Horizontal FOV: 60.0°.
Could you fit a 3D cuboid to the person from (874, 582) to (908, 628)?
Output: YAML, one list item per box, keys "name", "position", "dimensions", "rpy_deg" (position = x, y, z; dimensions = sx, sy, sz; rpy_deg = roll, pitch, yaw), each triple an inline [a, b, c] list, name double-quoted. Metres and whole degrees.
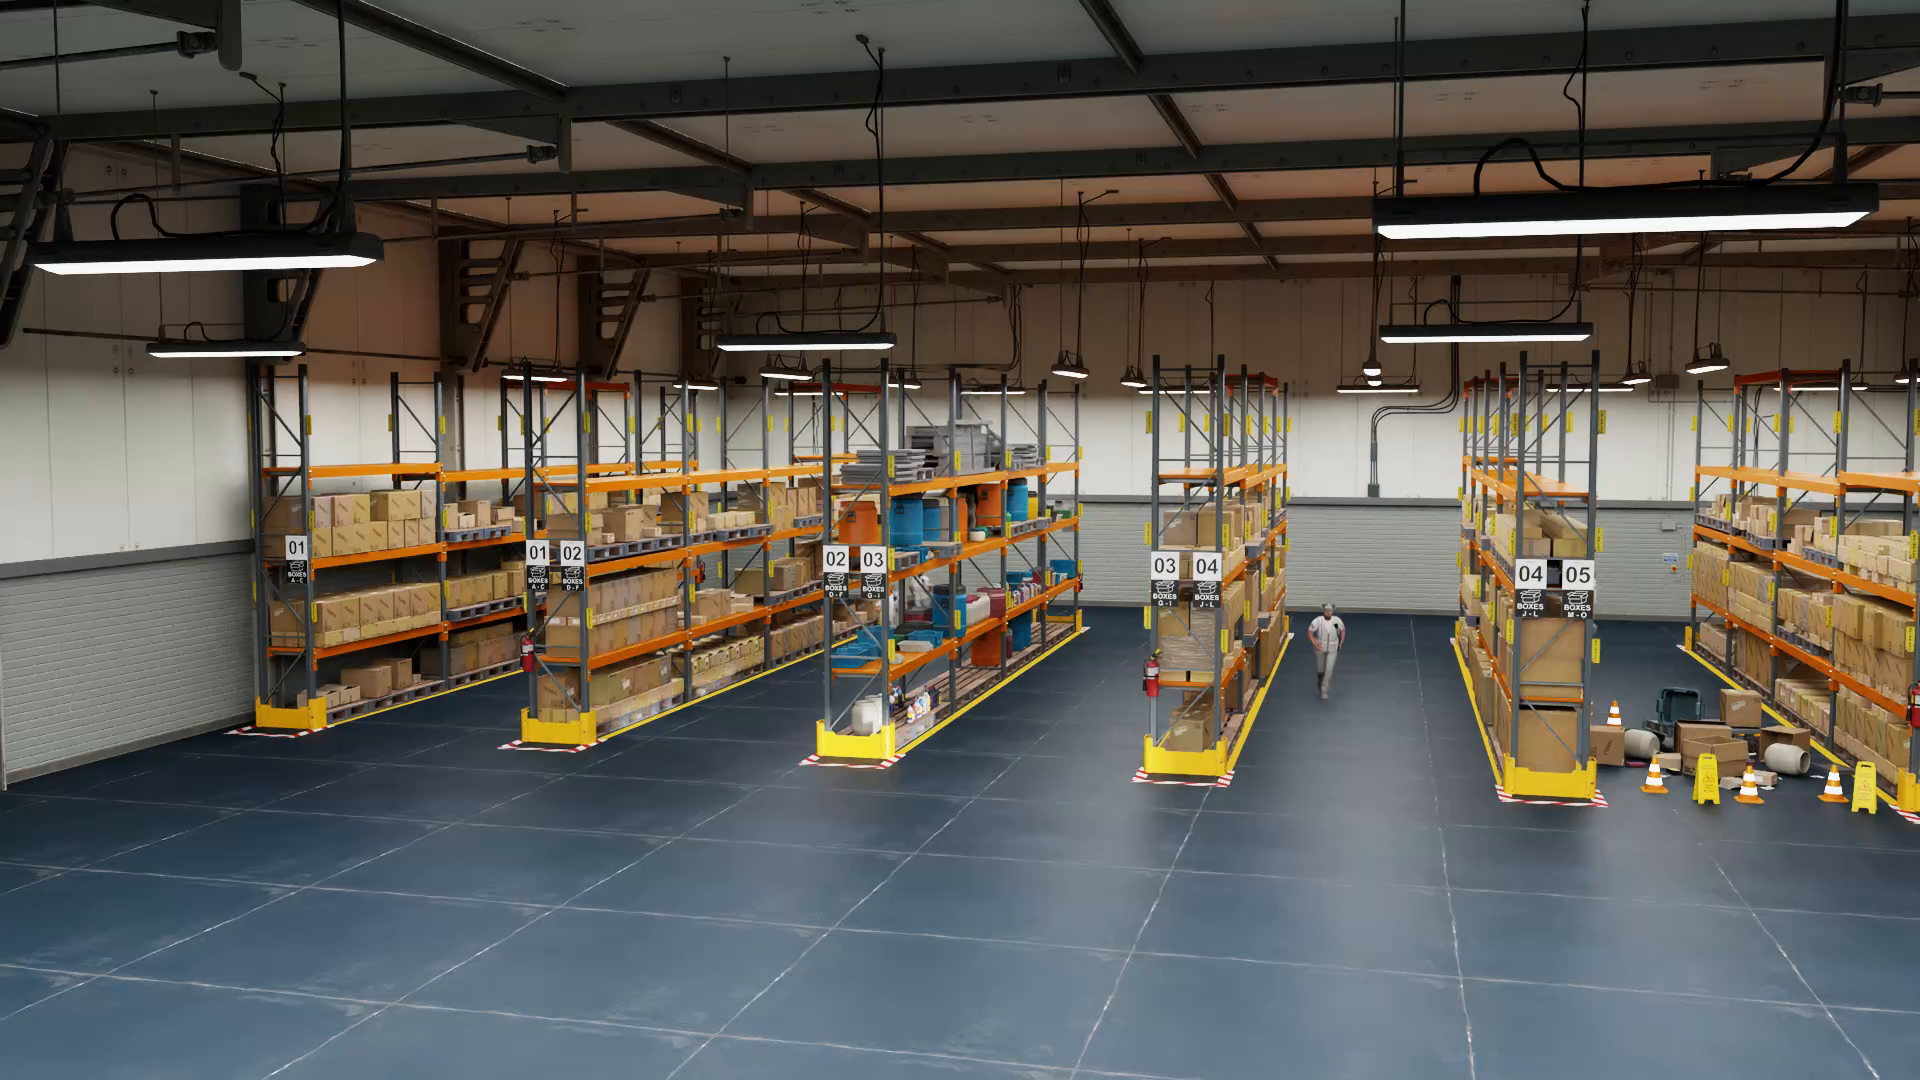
- name: "person"
  position: [-1.376, 1.641, 32.534]
  dimensions: [0.607, 1.709, 0.880]
  rpy_deg: [1, 4, 16]

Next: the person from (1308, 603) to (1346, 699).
- name: "person"
  position: [6.788, 2.020, 30.779]
  dimensions: [0.688, 1.769, 0.826]
  rpy_deg: [1, 4, 8]

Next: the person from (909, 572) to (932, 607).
- name: "person"
  position: [-0.960, 1.431, 39.833]
  dimensions: [0.588, 1.687, 0.642]
  rpy_deg: [1, 4, 7]
